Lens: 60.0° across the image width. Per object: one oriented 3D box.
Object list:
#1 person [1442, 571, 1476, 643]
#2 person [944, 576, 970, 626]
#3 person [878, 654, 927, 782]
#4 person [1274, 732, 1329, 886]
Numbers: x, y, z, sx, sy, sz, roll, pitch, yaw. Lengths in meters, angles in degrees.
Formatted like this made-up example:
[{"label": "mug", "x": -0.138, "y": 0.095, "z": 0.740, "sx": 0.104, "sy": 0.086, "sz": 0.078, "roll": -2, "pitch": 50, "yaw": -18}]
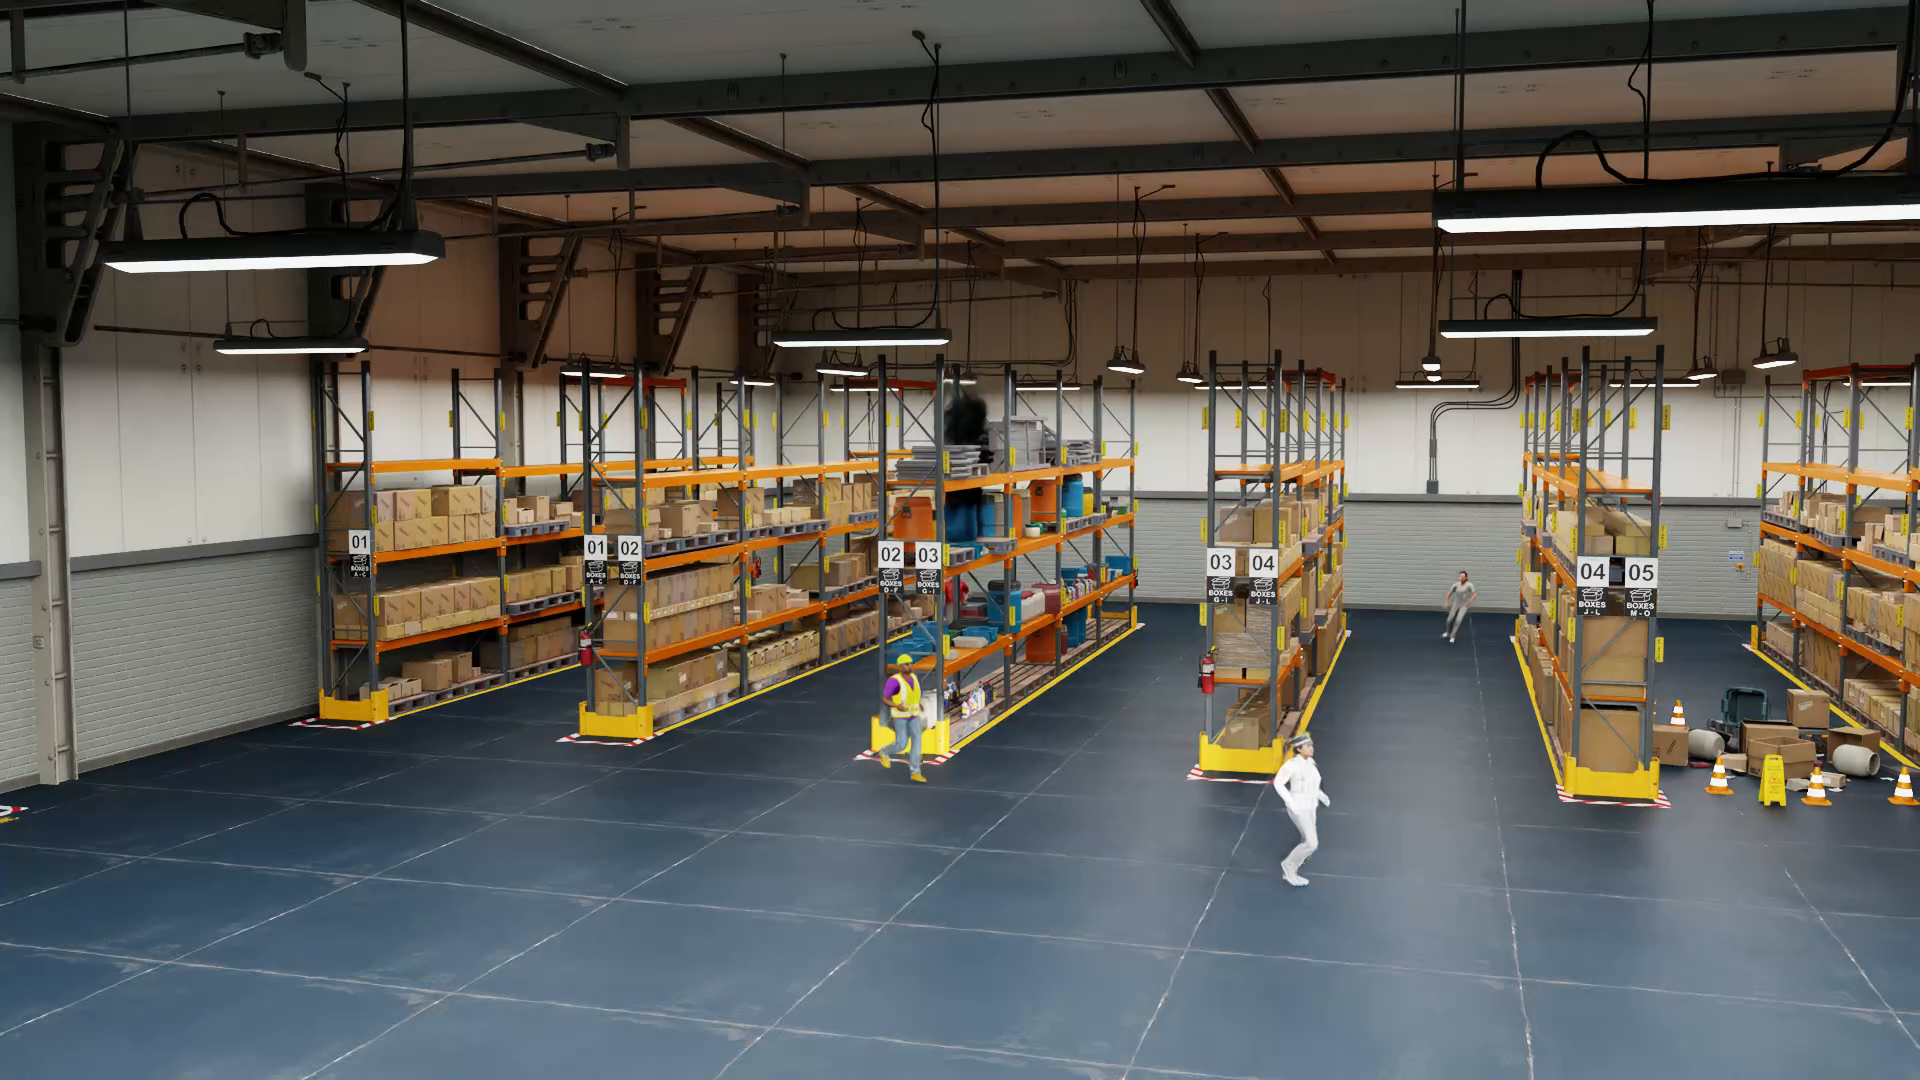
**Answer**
[{"label": "person", "x": 11.307, "y": 1.505, "z": 37.730, "sx": 0.767, "sy": 1.608, "sz": 0.727, "roll": 2, "pitch": 5, "yaw": 29}, {"label": "person", "x": -0.111, "y": 1.515, "z": 37.121, "sx": 0.663, "sy": 1.700, "sz": 0.752, "roll": 0, "pitch": 4, "yaw": 3}, {"label": "person", "x": -0.774, "y": 2.467, "z": 23.227, "sx": 0.704, "sy": 1.752, "sz": 0.916, "roll": -4, "pitch": 5, "yaw": -41}, {"label": "person", "x": 3.693, "y": 2.895, "z": 17.848, "sx": 0.509, "sy": 1.676, "sz": 0.565, "roll": 4, "pitch": 6, "yaw": 43}]
